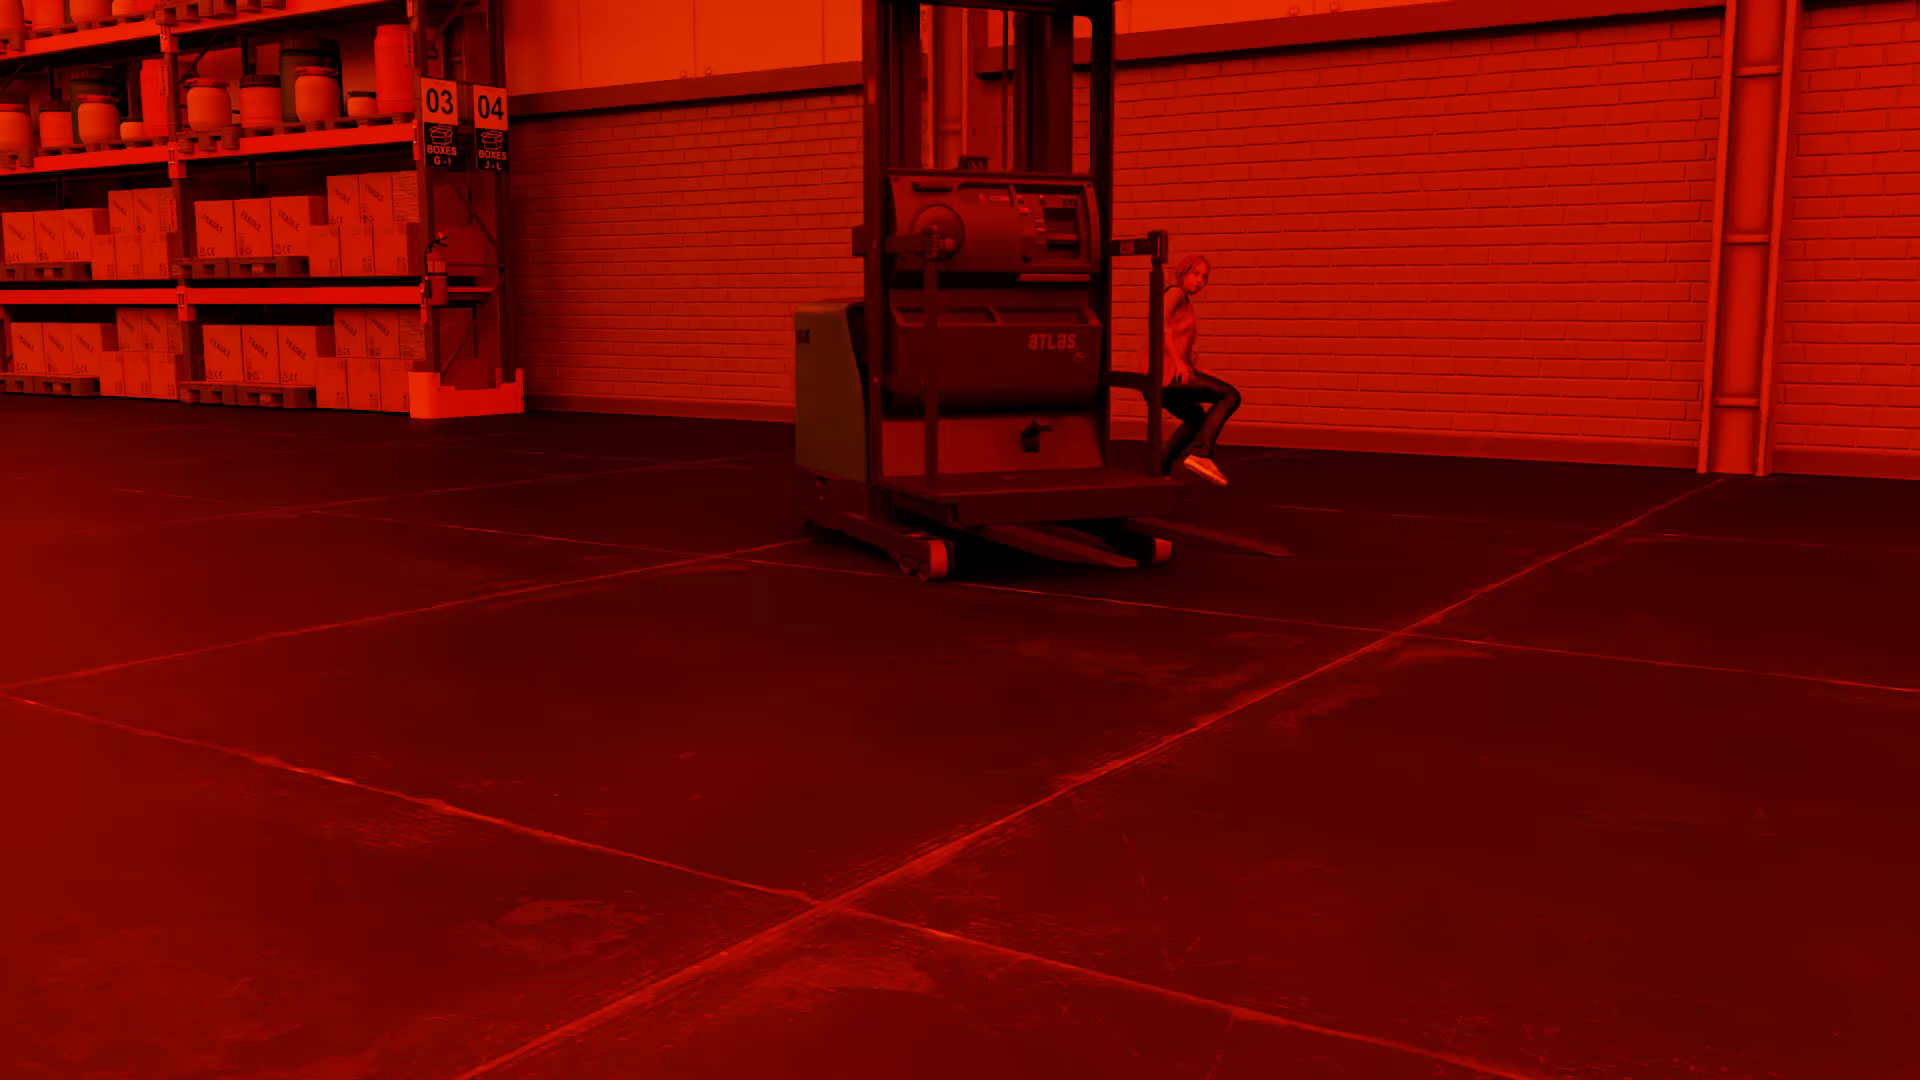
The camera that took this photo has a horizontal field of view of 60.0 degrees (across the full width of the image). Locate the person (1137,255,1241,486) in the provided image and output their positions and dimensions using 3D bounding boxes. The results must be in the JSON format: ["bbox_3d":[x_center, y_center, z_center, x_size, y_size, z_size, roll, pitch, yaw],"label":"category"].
[{"bbox_3d":[1.292,-0.925,9.444,0.601,1.379,0.676,0,8,-2],"label":"person"}]

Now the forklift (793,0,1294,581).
[{"bbox_3d":[0.239,-1.358,6.744,1.130,2.935,3.031,-3,9,-23],"label":"forklift"}]
